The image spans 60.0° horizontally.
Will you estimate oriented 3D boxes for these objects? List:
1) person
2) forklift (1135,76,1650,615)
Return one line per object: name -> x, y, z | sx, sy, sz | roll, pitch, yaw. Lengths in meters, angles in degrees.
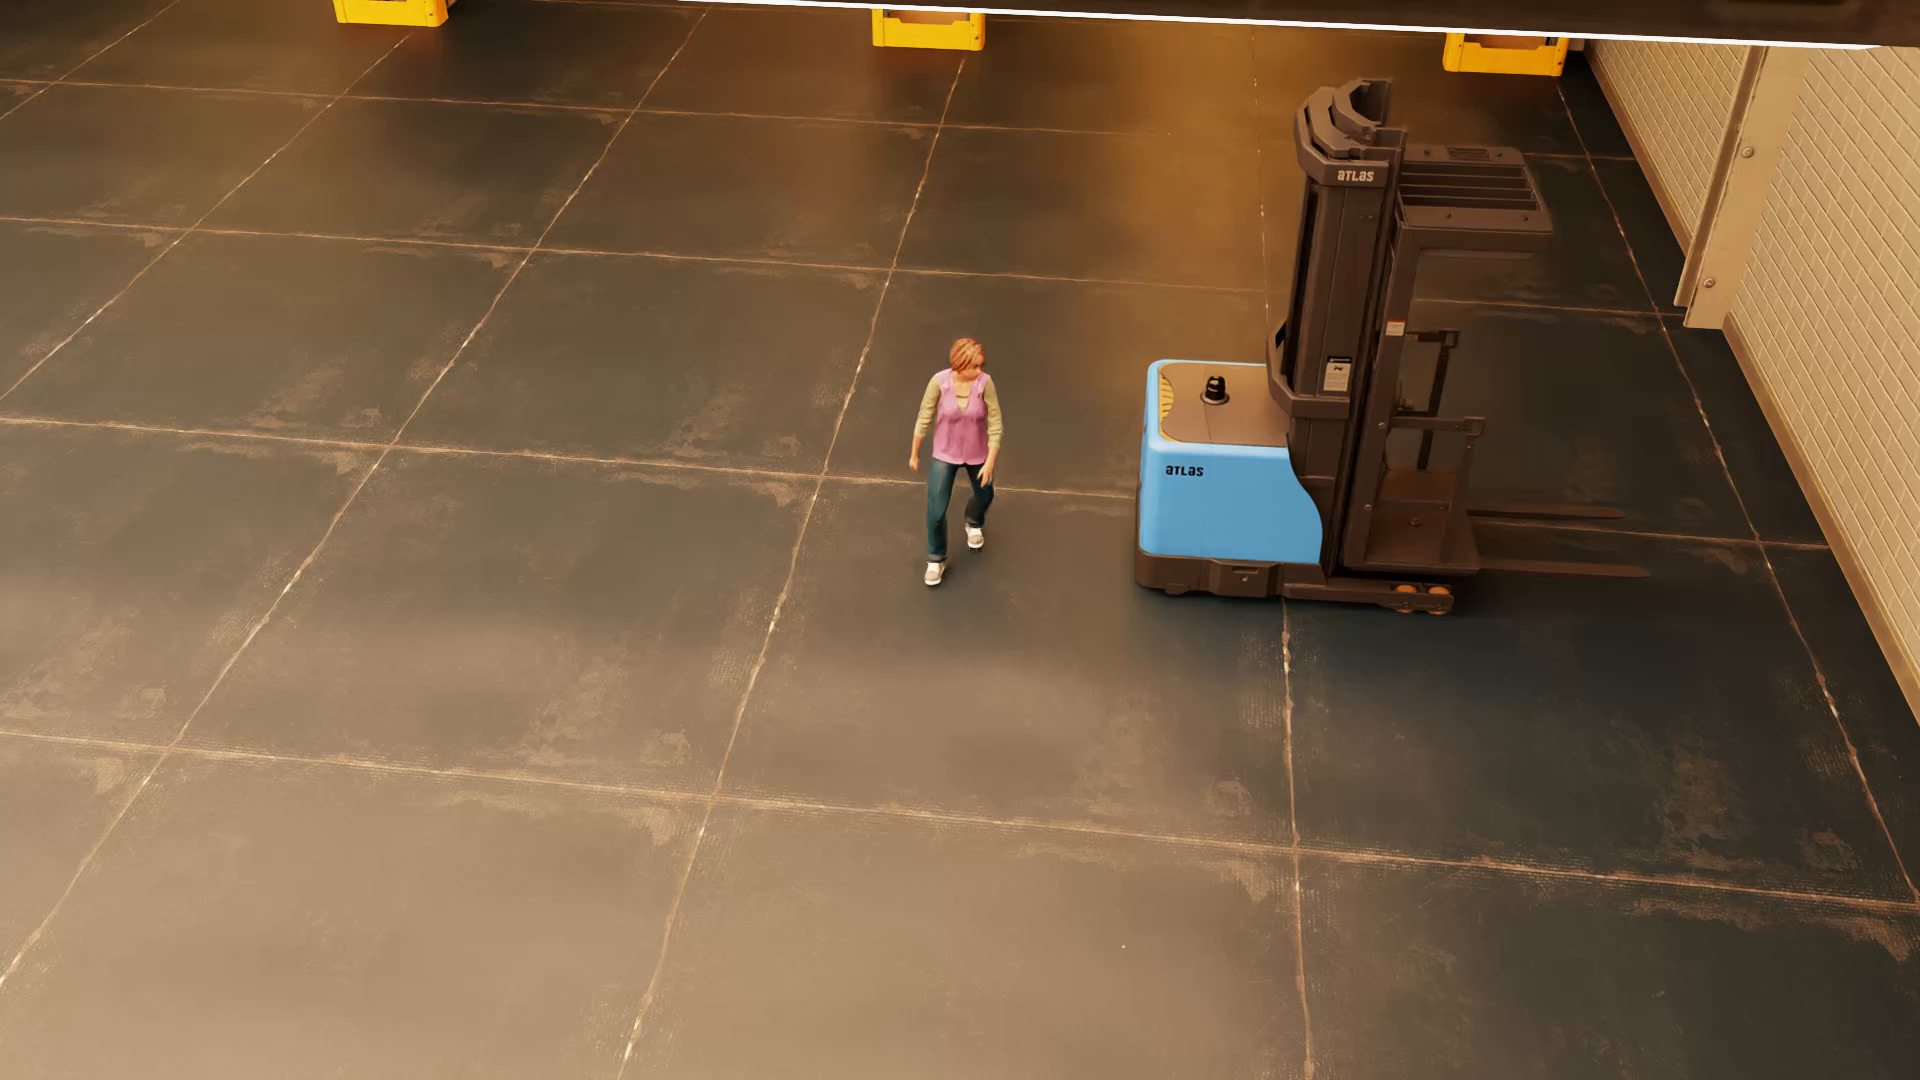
person -> -0.032, -0.493, 9.884 | 0.536, 1.532, 0.686 | -7, 37, -9
forklift -> 2.608, -1.067, 9.477 | 3.031, 2.935, 1.130 | 3, 37, 4
